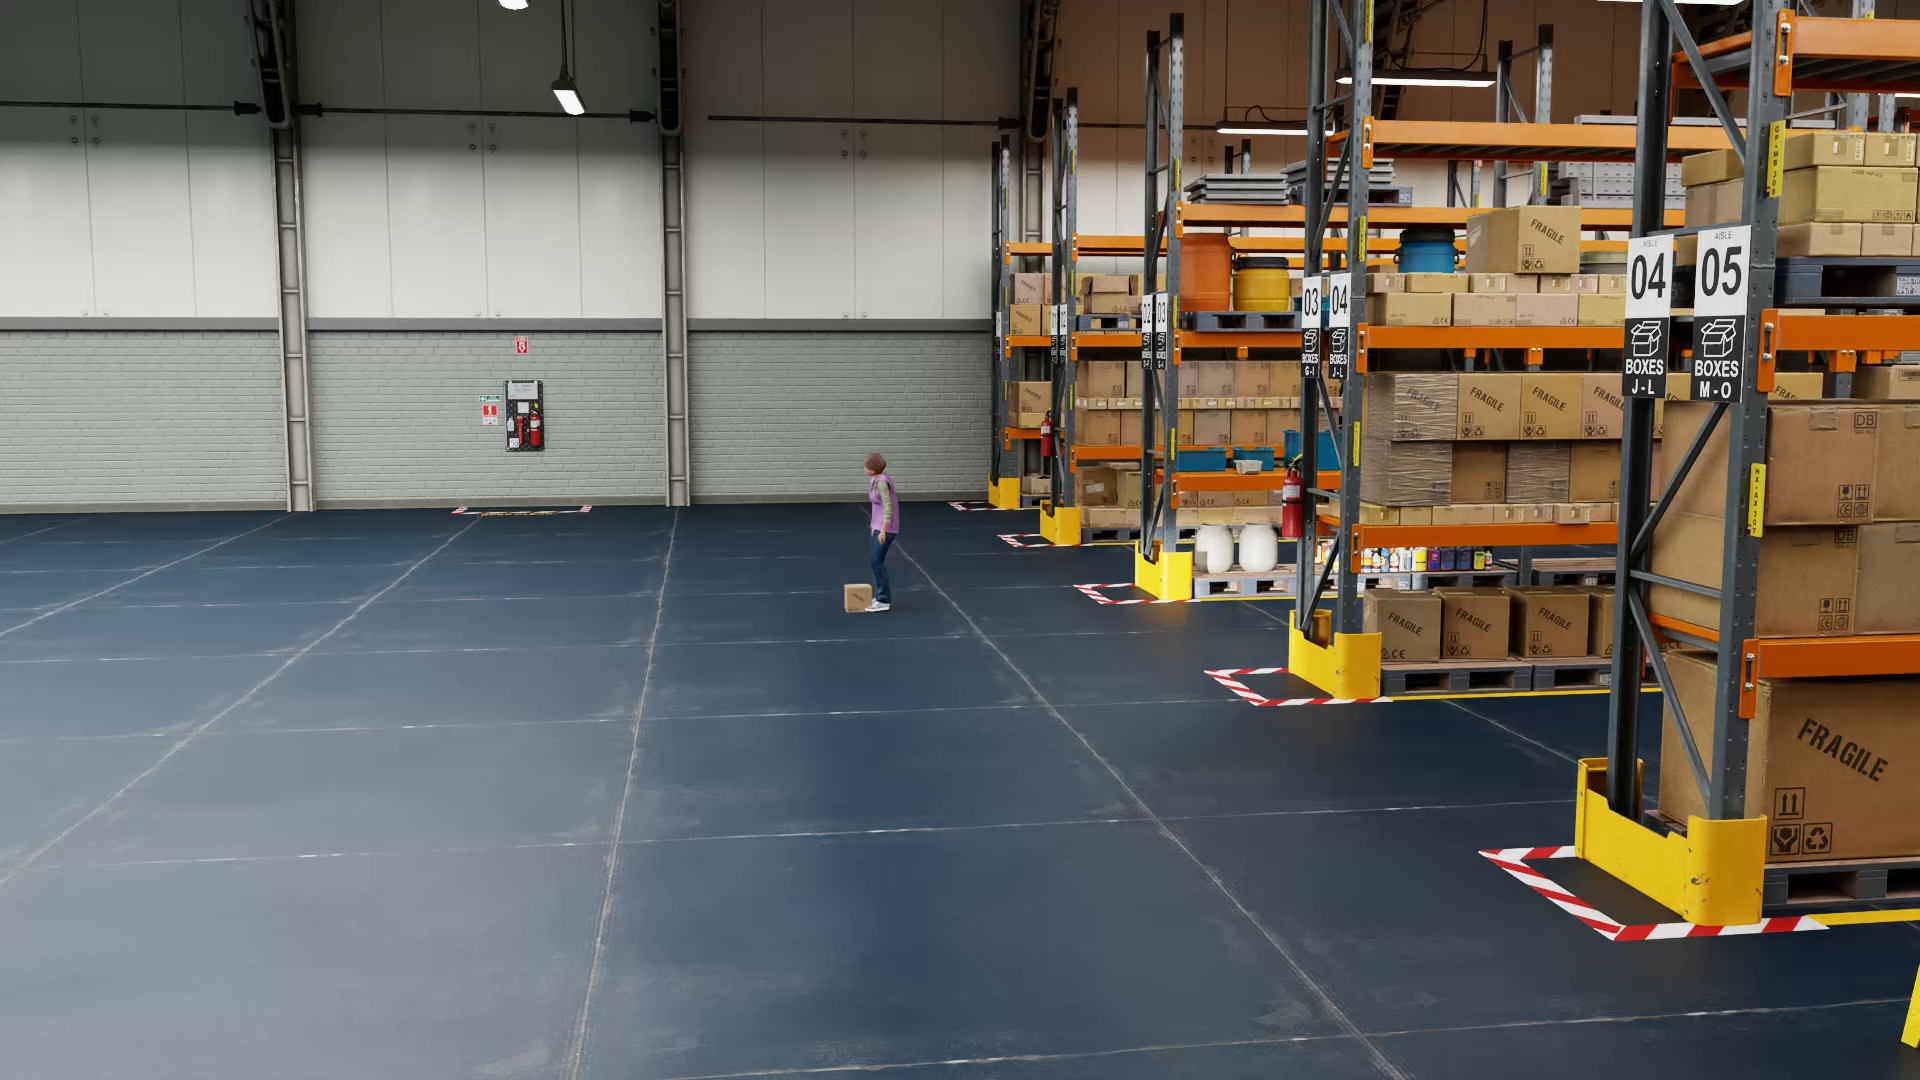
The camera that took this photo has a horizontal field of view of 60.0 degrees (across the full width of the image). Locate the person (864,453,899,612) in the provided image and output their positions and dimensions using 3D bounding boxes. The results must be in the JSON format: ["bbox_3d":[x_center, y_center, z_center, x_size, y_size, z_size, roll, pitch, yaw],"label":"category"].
[{"bbox_3d":[-0.809,-0.084,16.753,0.377,1.590,0.469,-1,7,-11],"label":"person"}]
